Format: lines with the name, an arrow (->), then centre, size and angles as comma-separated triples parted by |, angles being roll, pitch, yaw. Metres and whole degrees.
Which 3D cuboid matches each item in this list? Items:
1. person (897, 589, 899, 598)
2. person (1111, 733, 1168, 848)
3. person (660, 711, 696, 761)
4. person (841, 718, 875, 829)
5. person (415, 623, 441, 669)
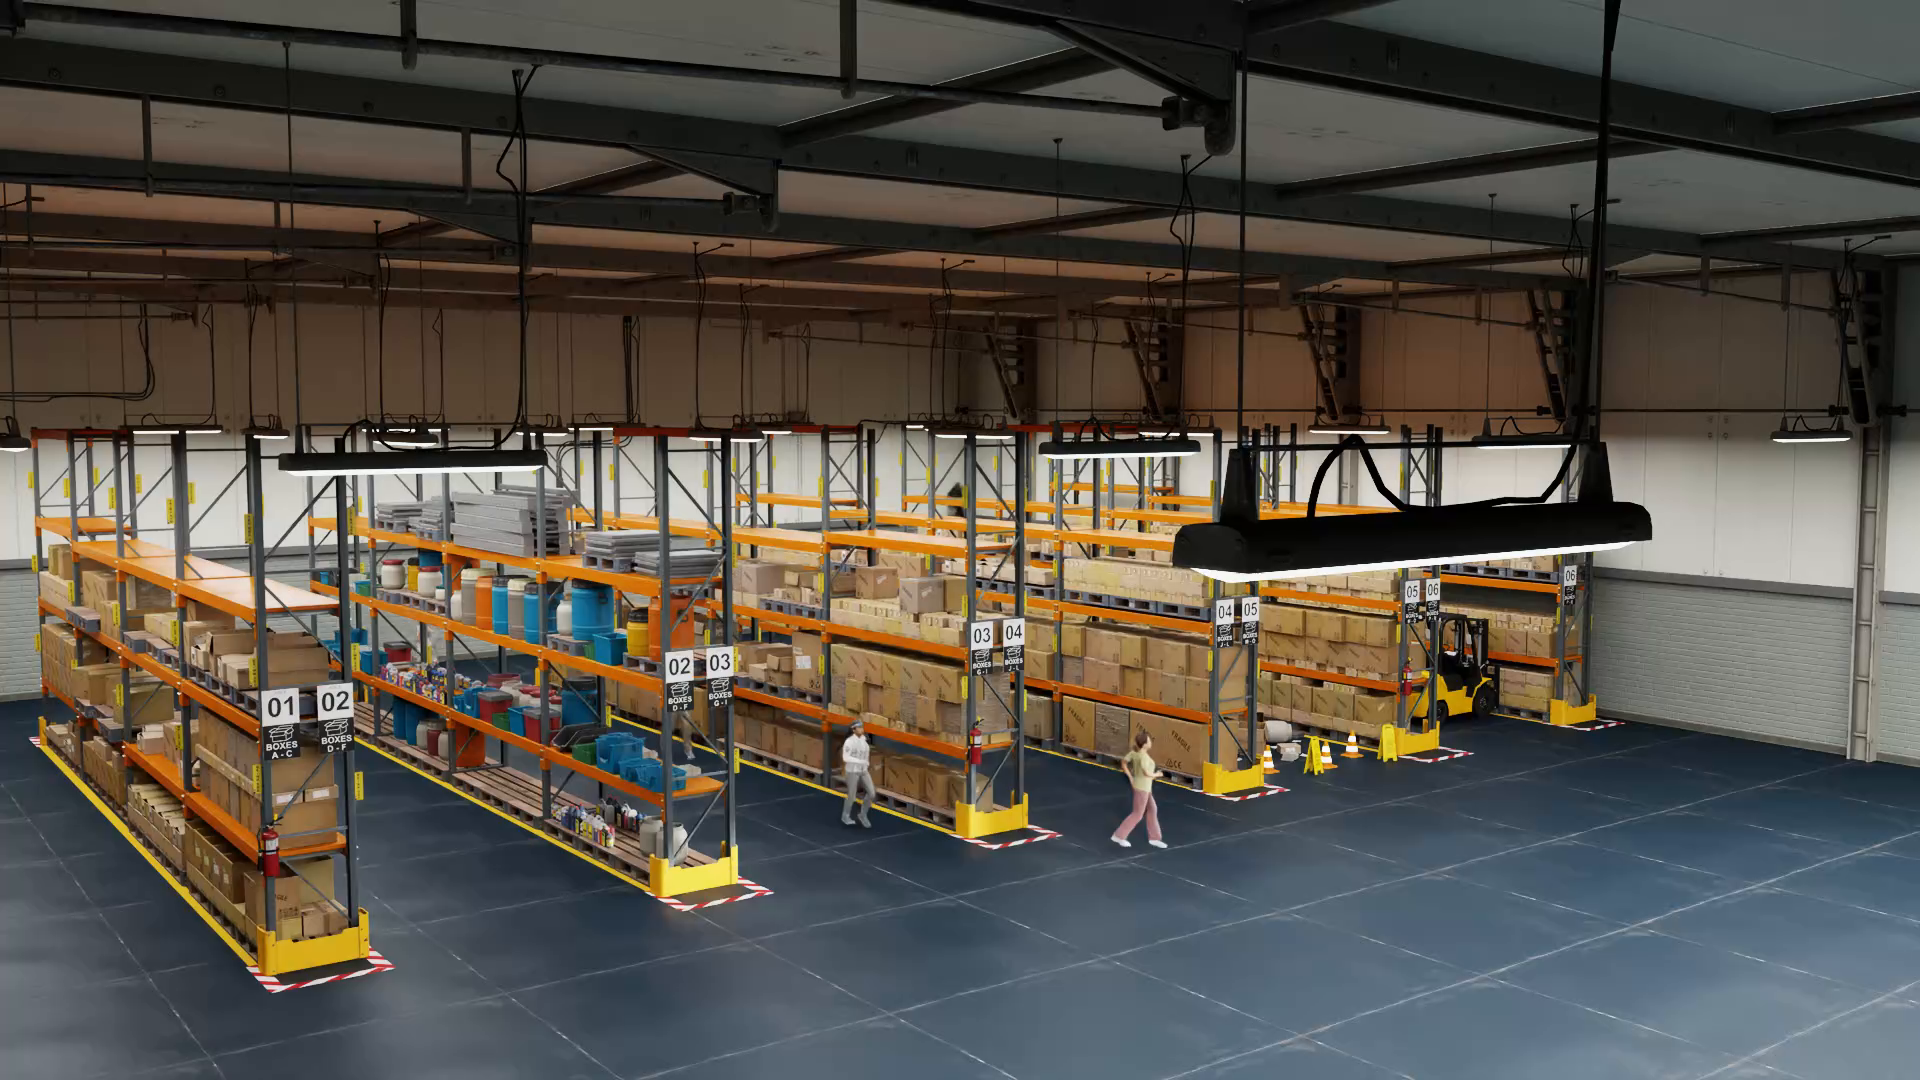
person -> -1.829, 2.055, 44.674 | 0.760, 1.520, 0.609 | 0, 4, -6
person -> 2.590, 3.620, 23.866 | 0.864, 1.700, 0.565 | -1, 5, -8
person -> -5.170, 3.086, 30.267 | 0.628, 1.766, 0.938 | -4, 6, -41
person -> -1.536, 3.524, 25.105 | 0.601, 1.712, 0.683 | -4, 6, -44
person -> -11.955, 2.541, 37.099 | 0.623, 1.813, 1.134 | 4, 6, 43
